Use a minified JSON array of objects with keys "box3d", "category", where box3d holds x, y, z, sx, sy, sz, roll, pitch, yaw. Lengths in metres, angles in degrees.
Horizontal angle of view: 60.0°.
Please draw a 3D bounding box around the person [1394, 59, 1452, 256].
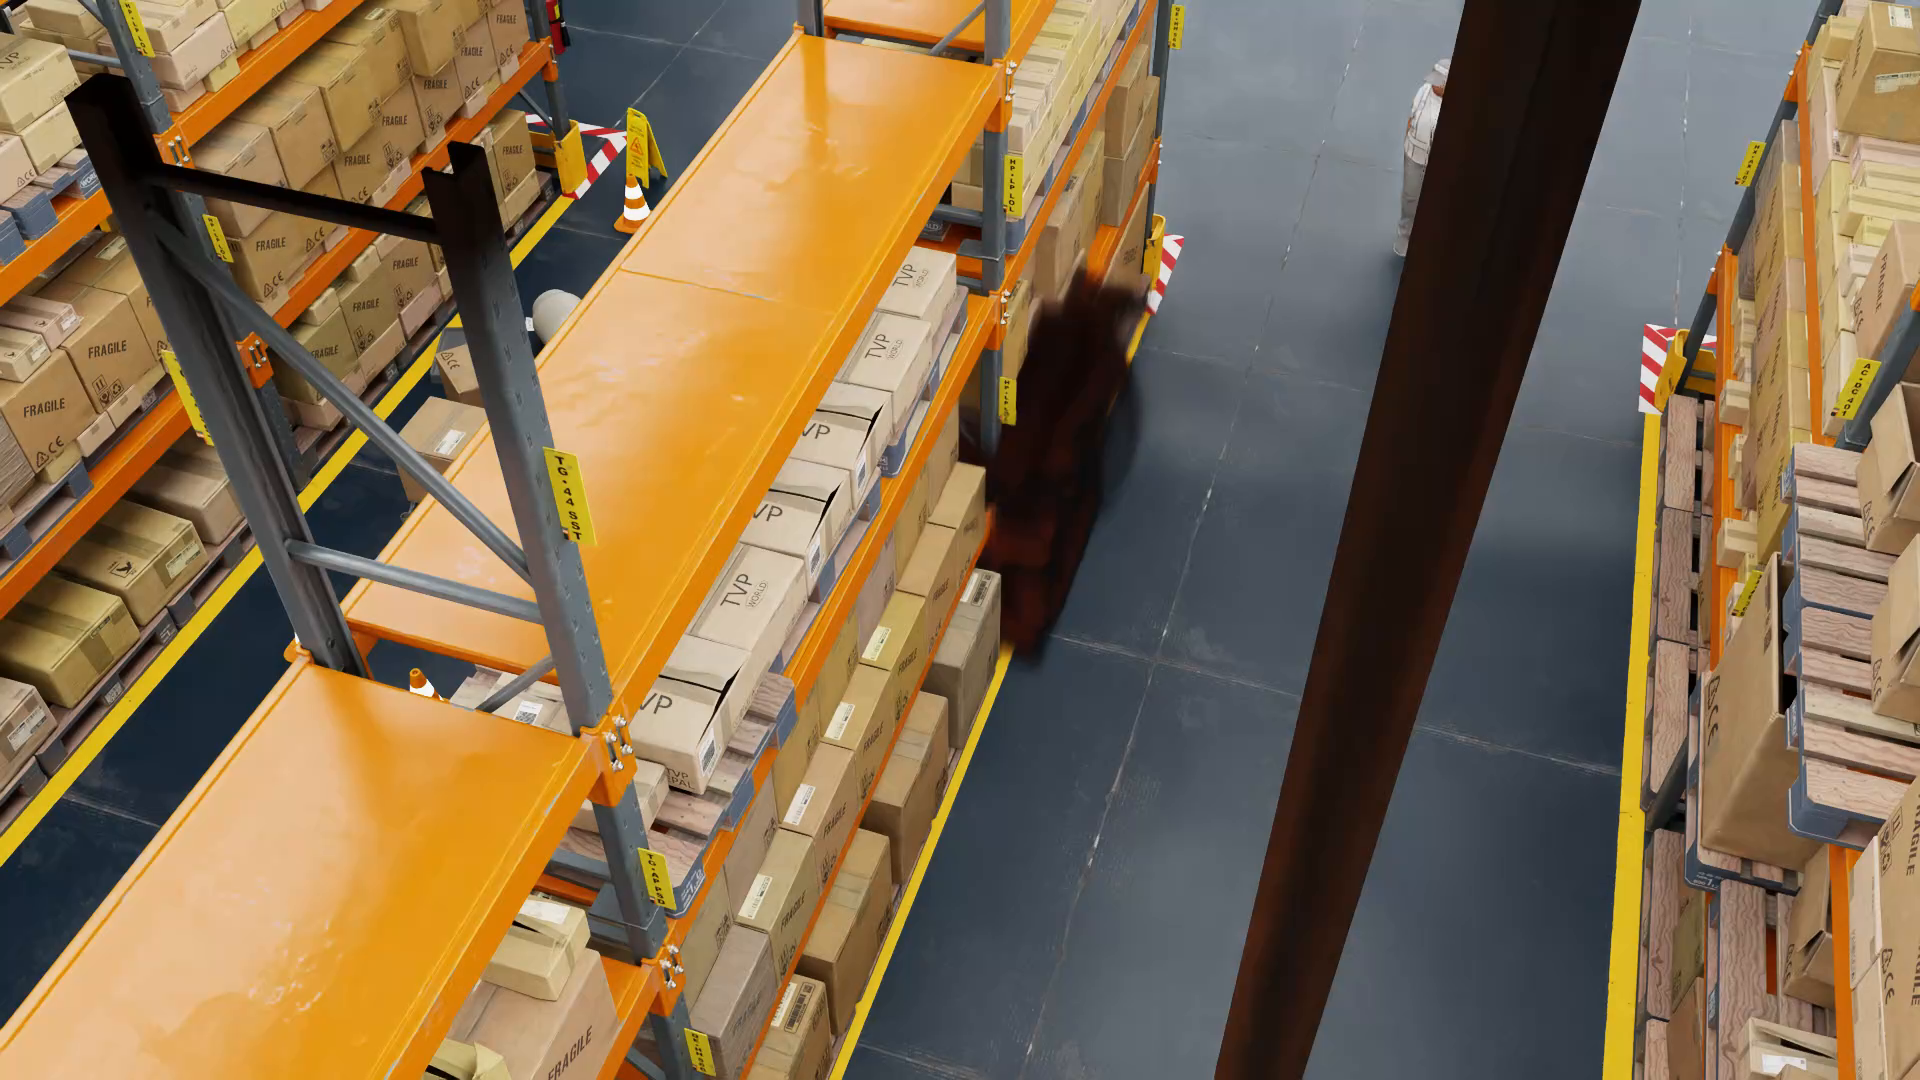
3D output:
[{"box3d":[3.687,-2.945,12.863,0.552,1.690,0.456,17,48,16],"category":"person"}]
